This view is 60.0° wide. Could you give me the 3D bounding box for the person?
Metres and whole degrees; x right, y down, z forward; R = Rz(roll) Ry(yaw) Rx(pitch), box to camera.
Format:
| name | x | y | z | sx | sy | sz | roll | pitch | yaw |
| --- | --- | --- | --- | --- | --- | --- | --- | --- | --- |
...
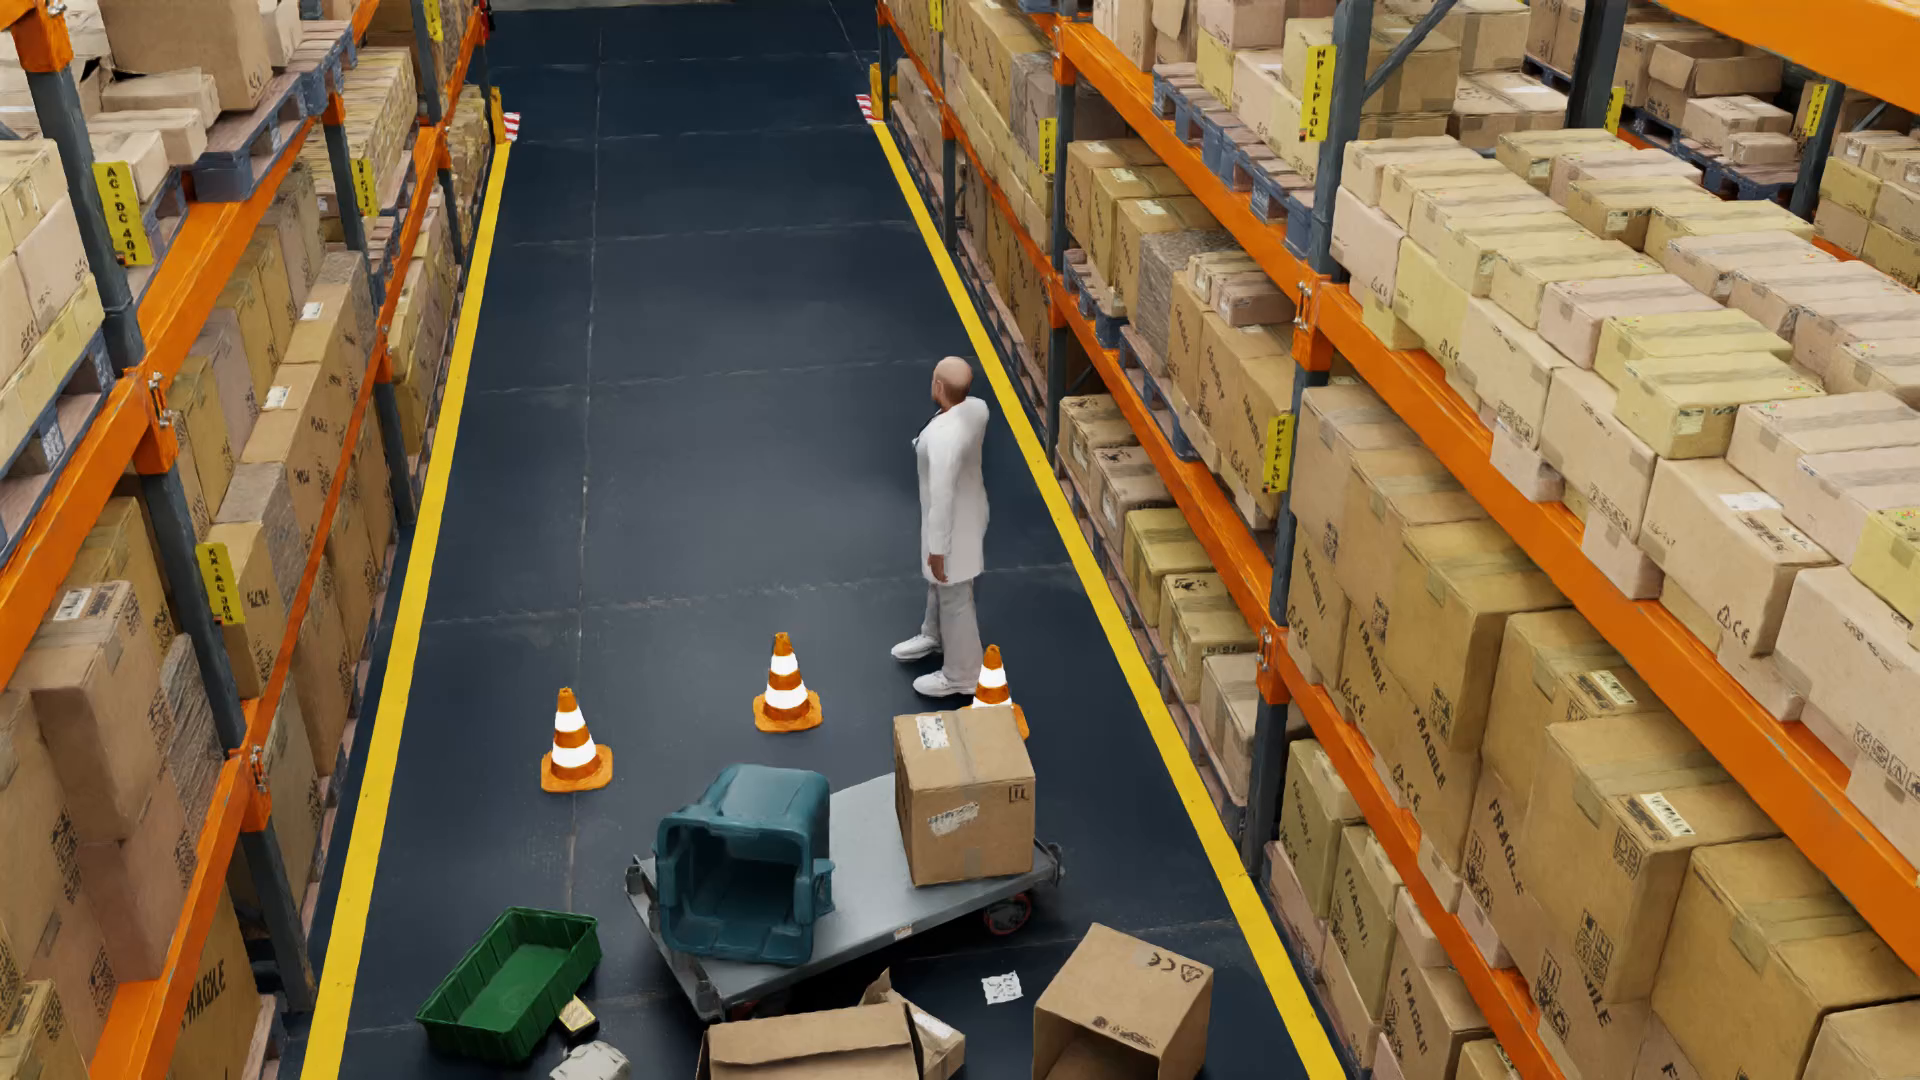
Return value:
| name | x | y | z | sx | sy | sz | roll | pitch | yaw |
| --- | --- | --- | --- | --- | --- | --- | --- | --- | --- |
| person | -0.104 | -0.077 | 8.227 | 0.557 | 1.782 | 0.622 | 9 | 31 | 15 |
